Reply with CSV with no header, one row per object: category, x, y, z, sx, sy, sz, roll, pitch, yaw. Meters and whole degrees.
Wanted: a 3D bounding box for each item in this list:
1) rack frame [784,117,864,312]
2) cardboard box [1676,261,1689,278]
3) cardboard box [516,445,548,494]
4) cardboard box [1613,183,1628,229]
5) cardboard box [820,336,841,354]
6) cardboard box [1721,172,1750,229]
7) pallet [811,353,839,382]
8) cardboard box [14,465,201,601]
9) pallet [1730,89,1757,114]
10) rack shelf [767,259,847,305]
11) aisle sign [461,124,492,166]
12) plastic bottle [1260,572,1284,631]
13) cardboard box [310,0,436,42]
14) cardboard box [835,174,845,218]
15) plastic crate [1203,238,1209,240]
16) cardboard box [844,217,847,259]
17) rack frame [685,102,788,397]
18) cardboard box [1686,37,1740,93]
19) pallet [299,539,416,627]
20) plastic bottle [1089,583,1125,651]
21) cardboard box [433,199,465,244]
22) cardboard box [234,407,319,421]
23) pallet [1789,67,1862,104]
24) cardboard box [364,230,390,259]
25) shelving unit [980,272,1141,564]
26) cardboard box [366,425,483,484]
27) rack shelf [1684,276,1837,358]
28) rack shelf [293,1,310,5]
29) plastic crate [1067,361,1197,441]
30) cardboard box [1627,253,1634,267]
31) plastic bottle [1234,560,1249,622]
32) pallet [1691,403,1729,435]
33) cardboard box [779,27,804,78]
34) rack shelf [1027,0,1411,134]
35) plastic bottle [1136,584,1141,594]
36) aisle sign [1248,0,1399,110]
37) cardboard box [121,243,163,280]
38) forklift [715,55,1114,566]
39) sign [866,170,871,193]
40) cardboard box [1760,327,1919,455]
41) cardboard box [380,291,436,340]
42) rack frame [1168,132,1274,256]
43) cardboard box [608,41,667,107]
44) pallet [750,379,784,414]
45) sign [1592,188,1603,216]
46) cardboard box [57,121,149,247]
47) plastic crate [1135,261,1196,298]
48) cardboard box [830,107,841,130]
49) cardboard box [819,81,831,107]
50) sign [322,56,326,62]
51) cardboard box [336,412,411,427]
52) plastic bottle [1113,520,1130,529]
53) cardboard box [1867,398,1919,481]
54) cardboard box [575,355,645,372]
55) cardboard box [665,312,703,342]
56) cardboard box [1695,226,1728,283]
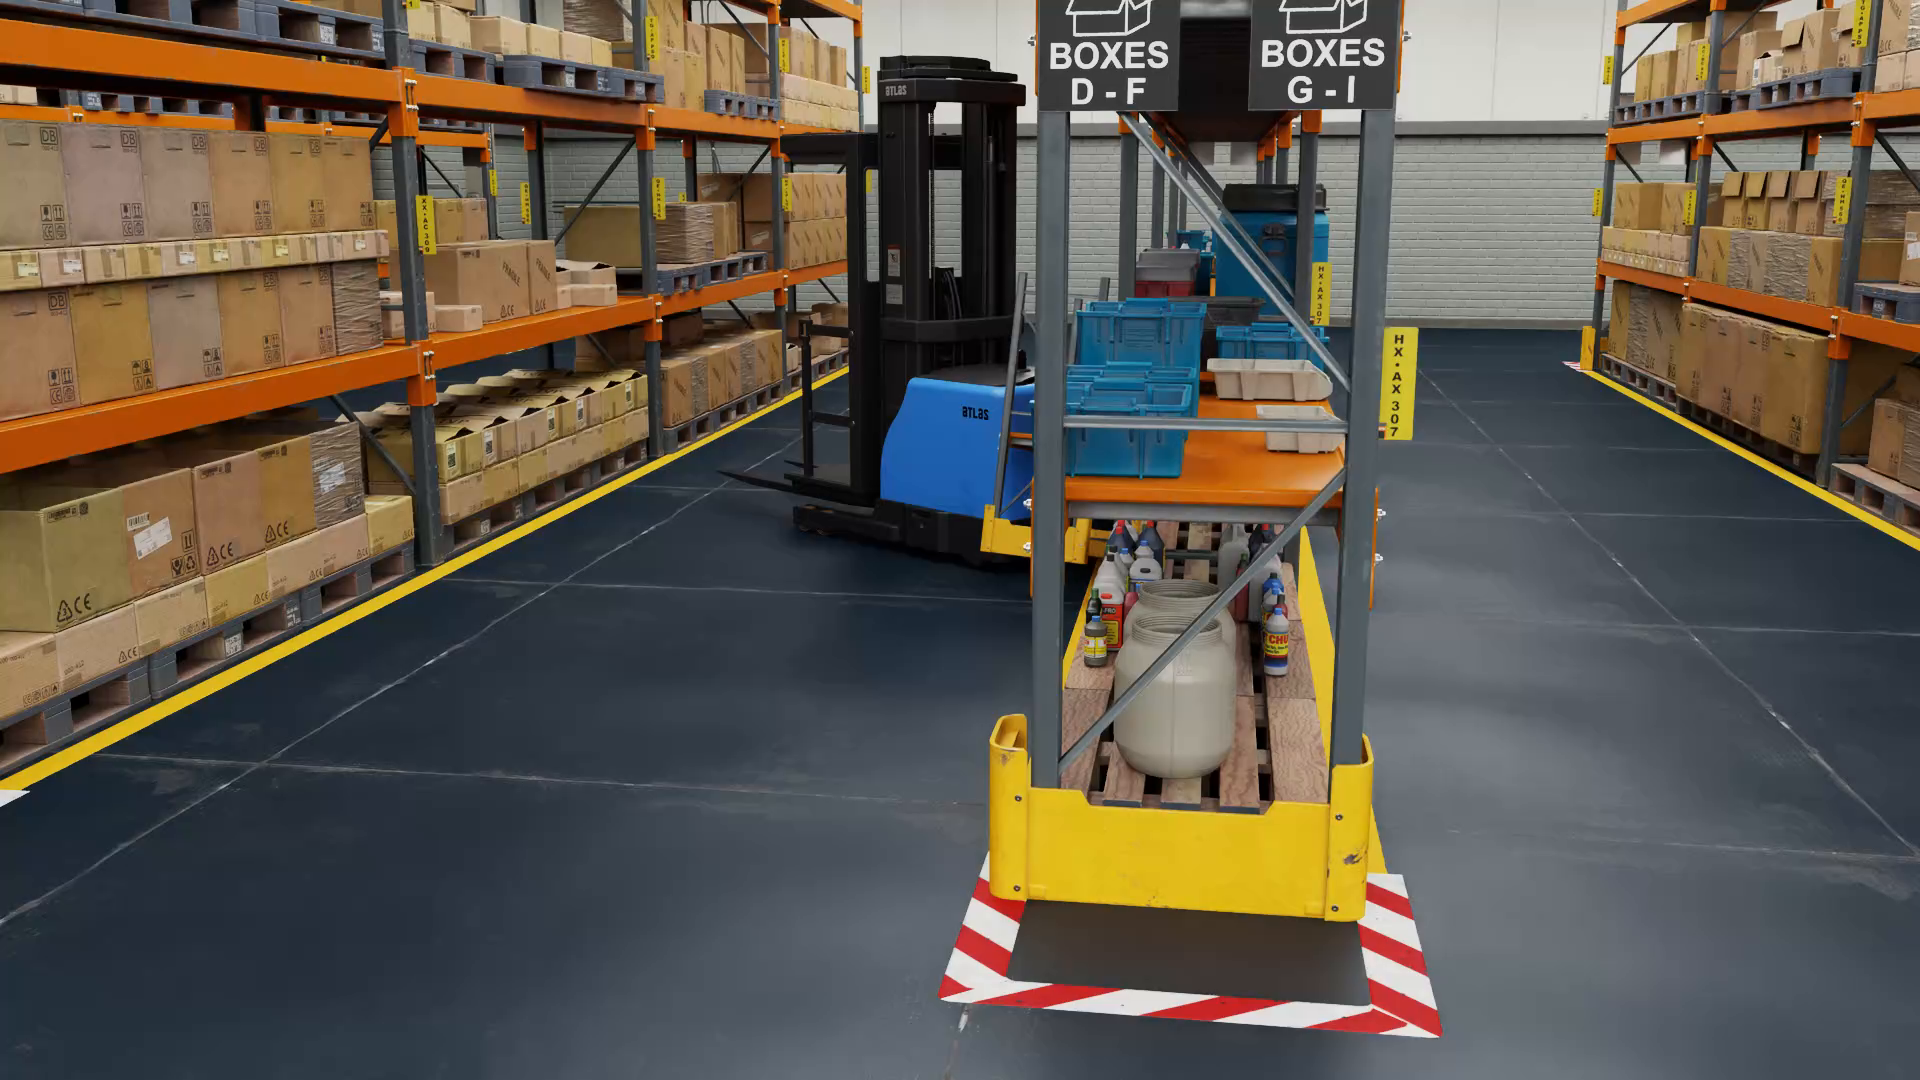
rack frame,-1.710,-3.827,21.133,1.000,3.000,0.127,2,12,9
cardboard box,7.186,-2.624,16.147,0.380,0.149,0.250,2,12,9
cardboard box,-3.092,-0.481,11.134,0.500,0.250,0.500,1,12,7
cardboard box,7.661,-3.749,18.640,0.500,0.500,0.500,2,12,7
cardboard box,-1.726,-2.380,19.901,0.500,0.250,0.500,2,12,9
cardboard box,7.373,-3.079,15.042,0.797,0.503,0.637,2,12,7
pallet,-2.033,-2.029,19.409,1.003,0.211,1.213,2,12,9
cardboard box,-3.729,-0.038,7.298,0.500,0.500,0.500,2,12,9
pallet,7.371,-3.853,14.588,0.805,0.209,1.217,1,12,6
rack shelf,-2.017,-3.059,19.277,1.077,0.370,4.000,2,12,9
aisle sign,-6.298,-5.263,21.625,0.394,0.787,0.004,2,12,9
plastic bottle,1.409,0.281,7.499,0.097,0.271,0.097,0,12,0
cardboard box,-3.451,-3.056,9.792,0.500,0.250,0.500,3,13,15
cardboard box,-1.658,-4.050,19.557,0.500,0.500,0.500,2,12,10
plastic crate,2.720,-3.436,19.572,0.416,0.233,0.300,2,12,9
cardboard box,-1.586,-3.666,20.148,0.500,0.500,0.500,2,12,9
rack frame,-2.325,-2.995,17.270,1.000,3.000,0.127,2,12,9
cardboard box,7.524,-4.607,16.160,0.700,0.500,0.500,1,12,5
pallet,-3.719,0.198,9.074,1.003,0.211,1.213,2,12,9
plastic bottle,0.638,0.333,7.250,0.152,0.276,0.135,2,12,9
cardboard box,-6.775,-3.876,20.644,0.980,0.700,0.700,2,12,8
cardboard box,-3.936,-0.471,9.308,0.500,0.500,0.500,2,12,9
pallet,6.894,-3.350,12.247,1.213,0.211,1.003,2,12,11
cardboard box,-3.385,-1.632,9.169,0.380,0.149,0.250,2,12,9
shelving unit,0.651,-0.652,9.279,0.587,1.500,1.083,7,3,21
cardboard box,-3.246,-0.543,10.090,0.500,0.311,0.500,2,12,9
rack shelf,7.155,-1.905,13.921,1.077,0.370,4.000,2,12,9
rack shelf,-7.528,-5.124,15.565,1.077,0.370,4.000,2,12,9
plastic crate,0.610,-0.512,6.101,0.499,0.251,0.408,2,12,9
cardboard box,7.502,-3.052,18.131,0.380,0.149,0.250,2,12,8
plastic bottle,1.311,0.226,7.730,0.061,0.283,0.133,2,12,9
pallet,7.419,-1.147,15.314,1.003,0.211,1.213,2,12,9
cardboard box,-2.071,-5.201,17.775,0.700,0.500,0.500,2,12,9
rack shelf,1.031,-1.867,6.622,1.077,0.370,4.000,2,12,9
plastic bottle,0.807,0.301,7.577,0.097,0.201,0.097,0,12,0
aisle sign,1.002,-1.582,4.543,0.394,0.787,0.004,2,12,9
cardboard box,-3.701,-1.206,7.191,0.380,0.149,0.250,2,12,8
forklift,-0.435,-1.528,10.624,1.130,2.935,3.031,-12,17,-43
sign,-1.164,-4.526,20.875,0.100,0.325,0.005,2,12,9
cardboard box,6.974,-1.150,12.756,1.225,0.875,0.875,1,12,6
cardboard box,-3.523,-1.360,10.040,0.500,0.250,0.500,3,12,12
rack frame,2.569,-2.834,16.521,1.000,3.000,0.127,2,12,9
cardboard box,-2.906,-3.769,13.506,0.910,0.500,0.500,2,12,9
pallet,-2.413,-1.461,16.772,1.003,0.211,1.213,2,12,9
sign,7.531,-3.987,19.630,0.100,0.325,0.005,2,12,9
cardboard box,-3.926,-1.502,7.027,0.700,0.500,0.500,2,12,9
plastic crate,1.111,-1.310,9.301,0.402,0.464,0.583,2,12,9
cardboard box,-1.680,-4.897,19.331,0.500,0.250,0.500,2,12,9
cardboard box,-1.764,-5.037,18.797,0.500,0.250,0.500,2,12,9
sign,-6.683,-5.012,17.535,0.100,0.325,0.005,2,12,9
cardboard box,-3.702,-0.667,10.666,0.500,0.311,0.500,2,12,10
plastic bottle,0.856,0.003,8.793,0.097,0.271,0.097,0,12,0
cardboard box,6.764,-0.693,11.480,0.700,0.500,0.500,1,12,6
cardboard box,-3.028,-1.358,14.562,0.500,0.500,0.500,2,12,11
cardboard box,-2.794,-2.054,16.011,0.500,0.250,0.500,2,12,9
cardboard box,7.145,-2.634,15.360,0.500,0.500,0.500,2,12,9
